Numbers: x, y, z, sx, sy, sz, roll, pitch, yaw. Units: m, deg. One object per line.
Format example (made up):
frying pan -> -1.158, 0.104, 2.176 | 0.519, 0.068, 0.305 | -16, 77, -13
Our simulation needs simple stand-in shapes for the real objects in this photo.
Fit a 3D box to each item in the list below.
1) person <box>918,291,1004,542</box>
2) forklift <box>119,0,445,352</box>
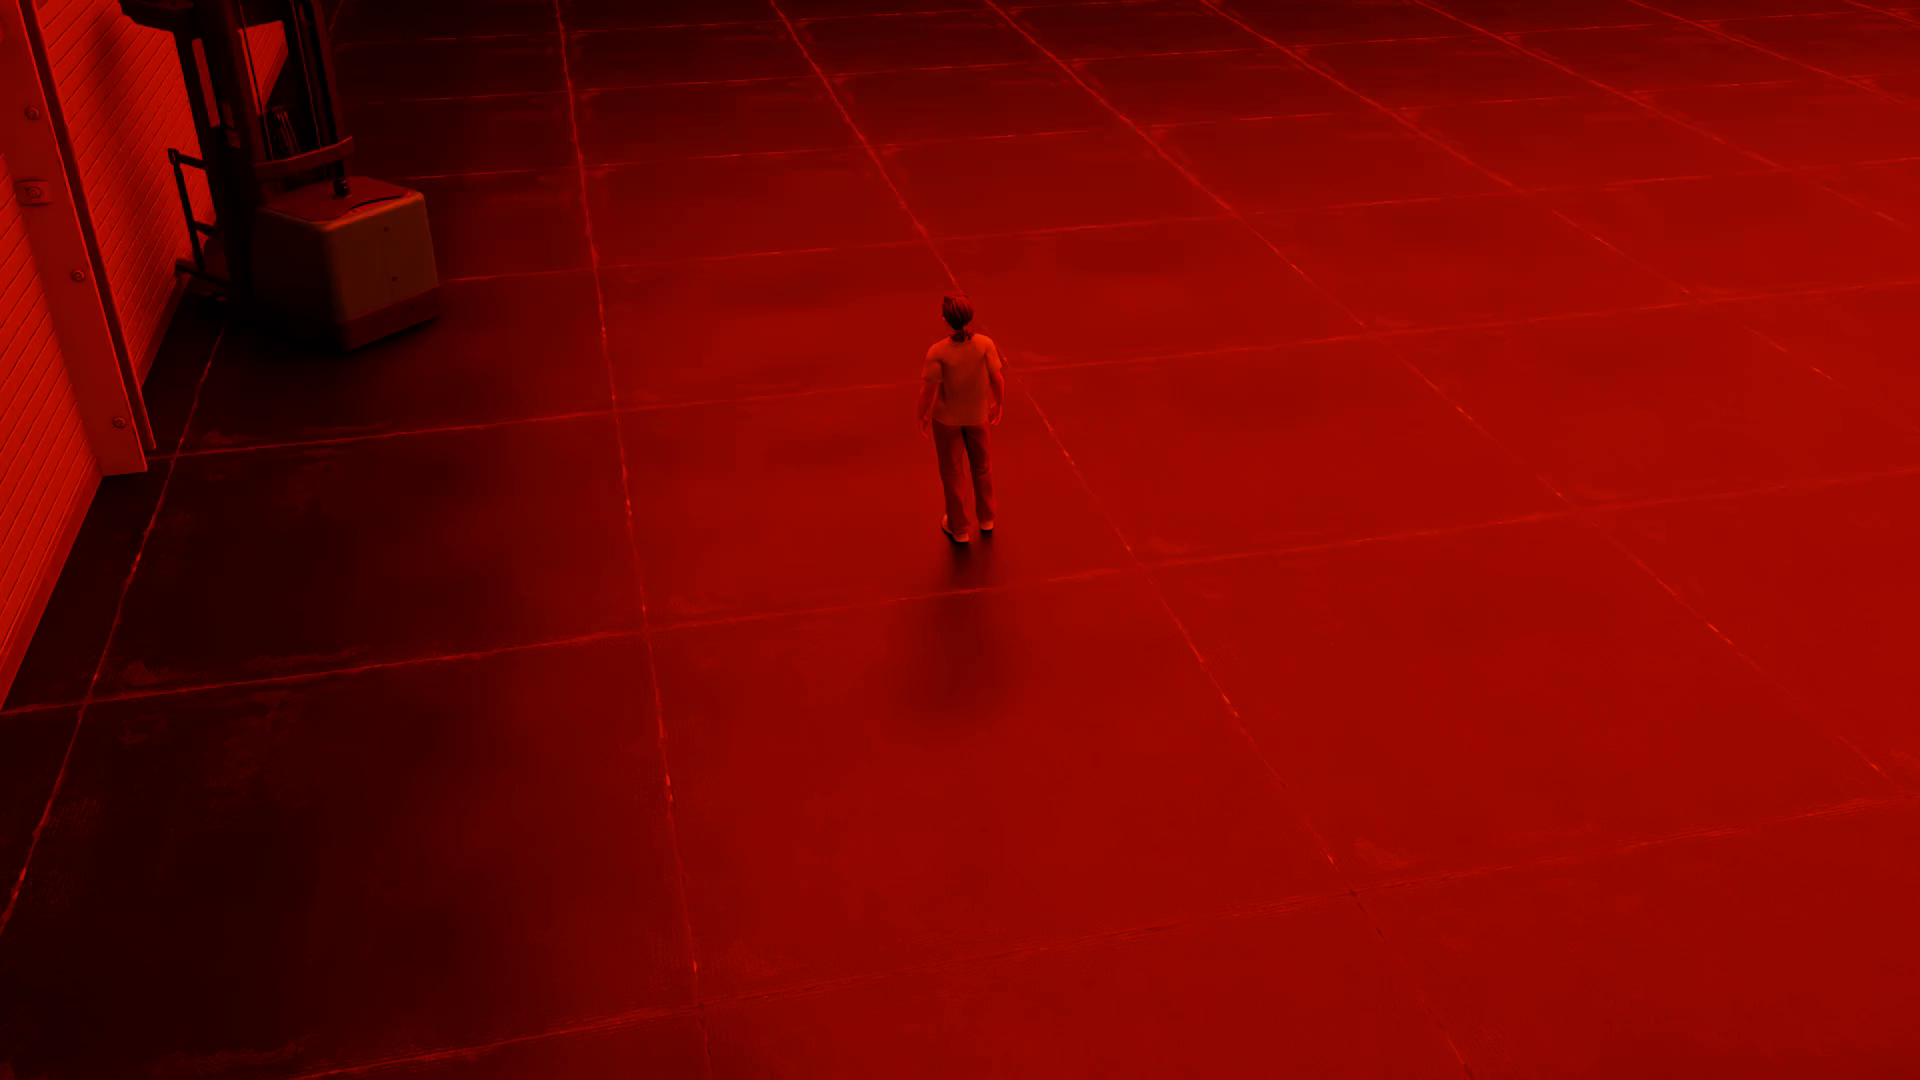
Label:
person -> -0.006, -0.769, 10.141 | 0.553, 1.673, 0.548 | -7, 31, -12
forklift -> -5.705, -3.299, 13.273 | 3.031, 2.935, 1.130 | 19, 35, 30
